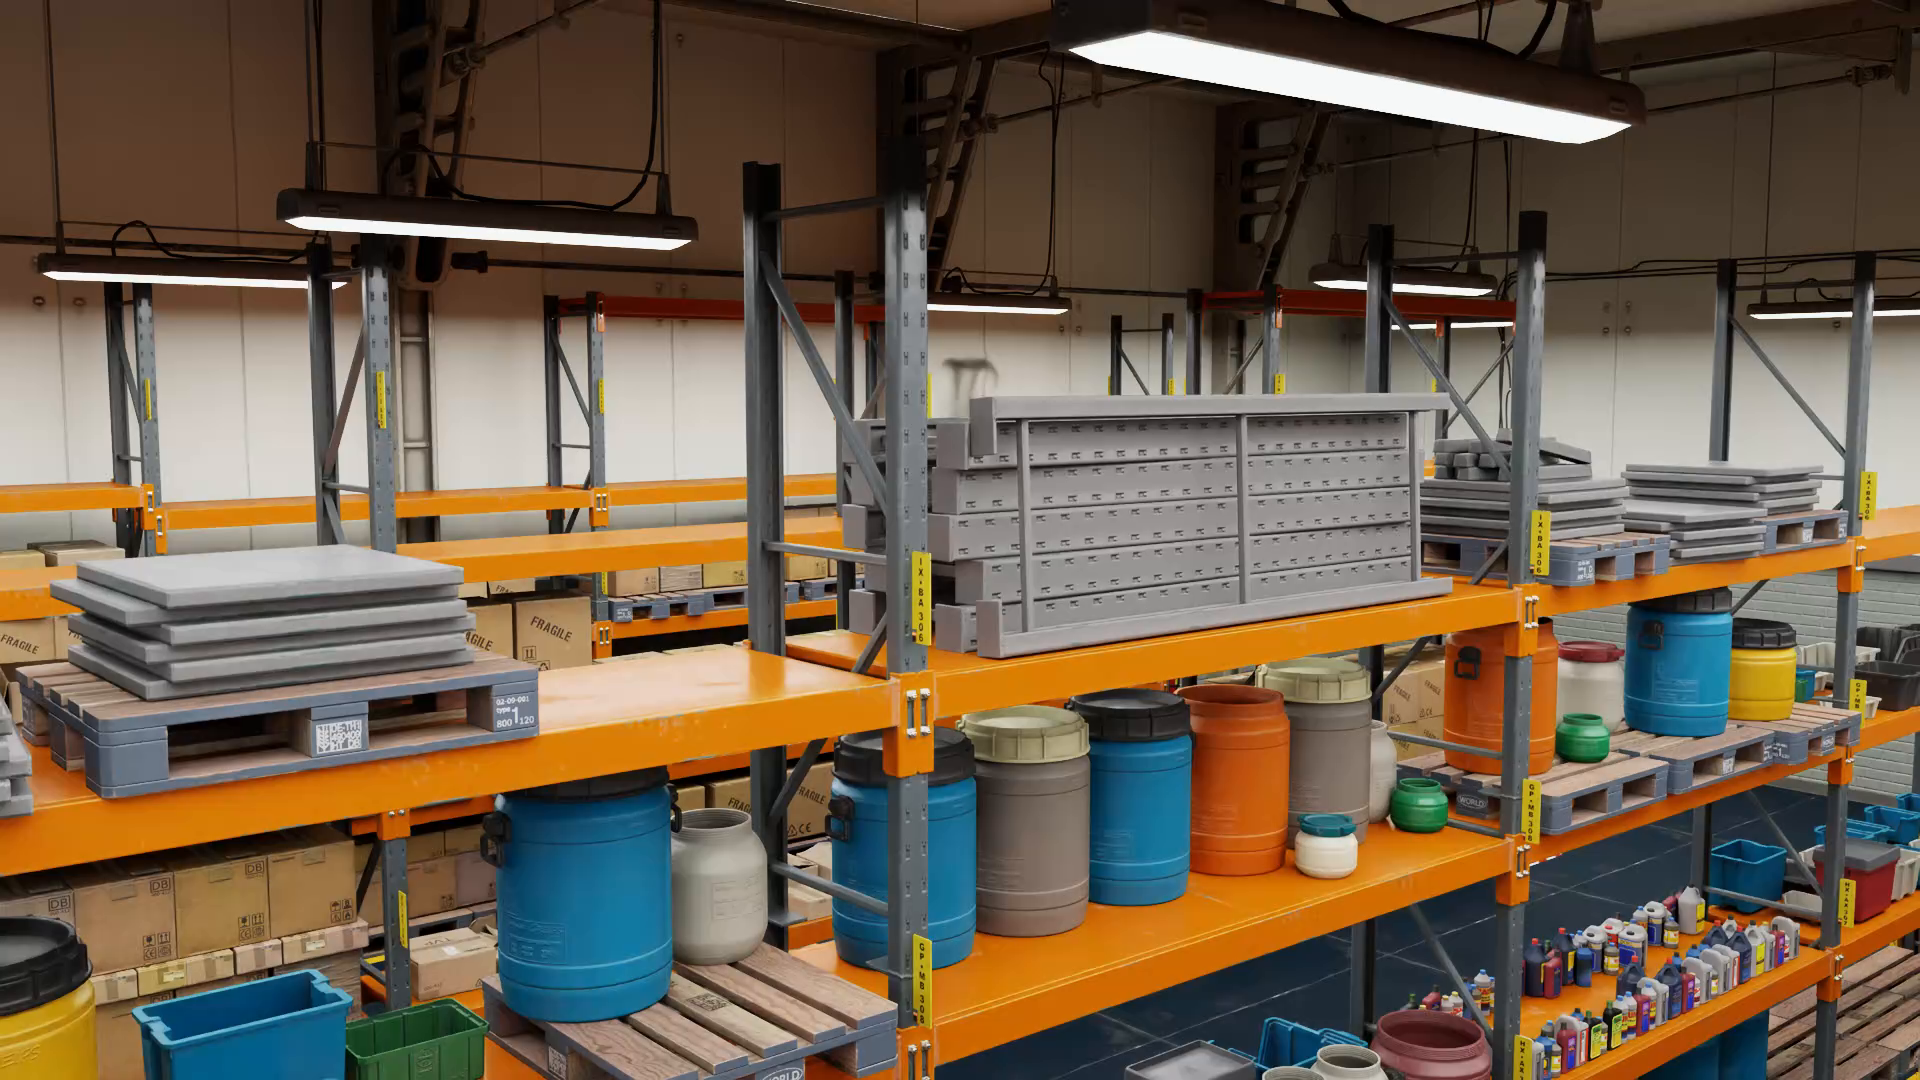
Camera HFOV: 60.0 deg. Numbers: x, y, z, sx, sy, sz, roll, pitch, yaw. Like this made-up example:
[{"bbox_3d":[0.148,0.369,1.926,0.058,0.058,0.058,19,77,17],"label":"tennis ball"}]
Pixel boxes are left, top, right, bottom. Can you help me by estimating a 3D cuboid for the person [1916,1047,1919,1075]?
[{"bbox_3d":[5.720,3.417,9.327,0.644,1.698,0.811,3,6,27],"label":"person"}]
